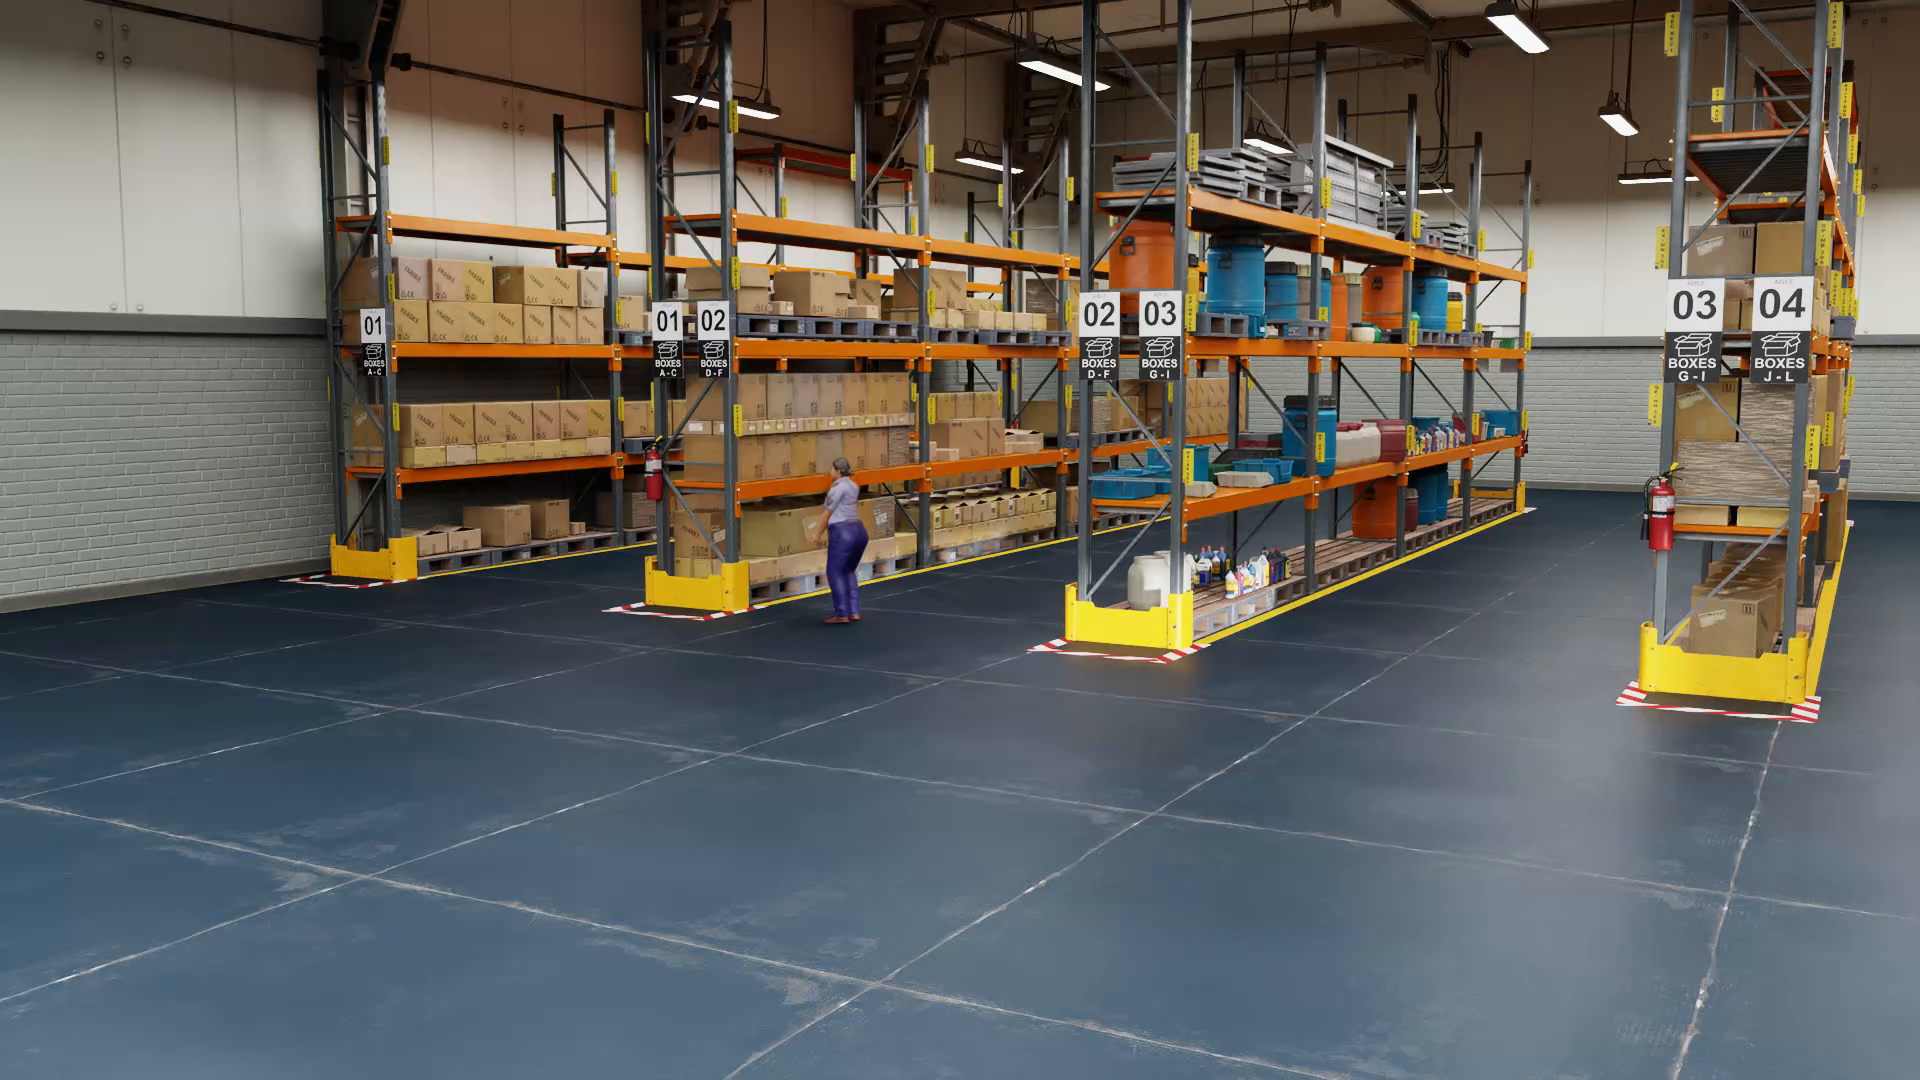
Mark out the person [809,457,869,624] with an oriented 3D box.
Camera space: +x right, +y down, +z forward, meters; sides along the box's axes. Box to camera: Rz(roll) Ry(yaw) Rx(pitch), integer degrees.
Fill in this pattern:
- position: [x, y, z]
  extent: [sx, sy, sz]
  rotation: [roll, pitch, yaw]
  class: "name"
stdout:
- position: [-1.205, -0.001, 16.513]
  extent: [0.537, 1.644, 0.434]
  rotation: [3, 7, 28]
  class: "person"
